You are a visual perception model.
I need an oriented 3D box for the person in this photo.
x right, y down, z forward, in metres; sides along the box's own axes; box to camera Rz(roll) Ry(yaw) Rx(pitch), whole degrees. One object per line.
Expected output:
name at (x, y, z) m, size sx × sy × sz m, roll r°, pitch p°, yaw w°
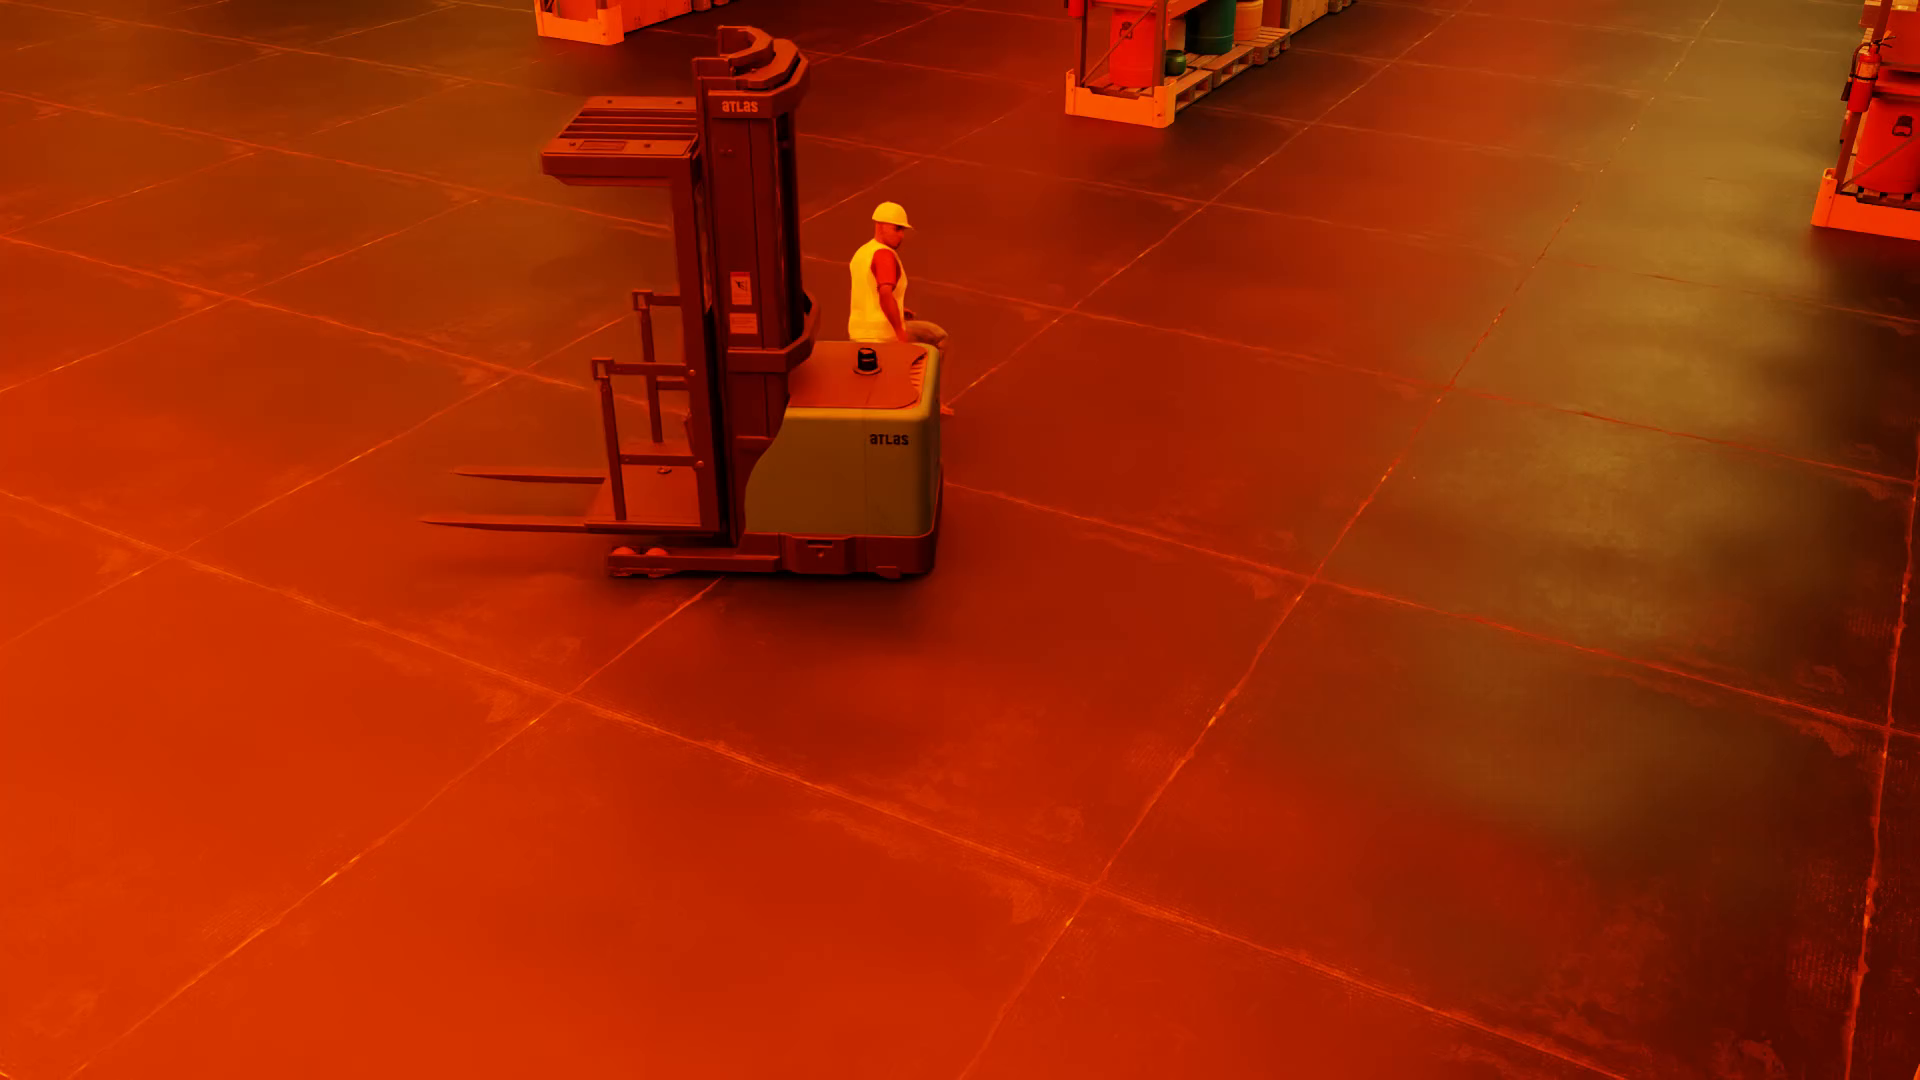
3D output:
person at (-0.403, -1.463, 11.057) m, size 0.705 × 1.527 × 0.832 m, roll -23°, pitch 37°, yaw -34°

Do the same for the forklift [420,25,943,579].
forklift at (-1.641, -1.315, 9.348) m, size 3.031 × 2.935 × 1.130 m, roll 2°, pitch 30°, yaw 3°
